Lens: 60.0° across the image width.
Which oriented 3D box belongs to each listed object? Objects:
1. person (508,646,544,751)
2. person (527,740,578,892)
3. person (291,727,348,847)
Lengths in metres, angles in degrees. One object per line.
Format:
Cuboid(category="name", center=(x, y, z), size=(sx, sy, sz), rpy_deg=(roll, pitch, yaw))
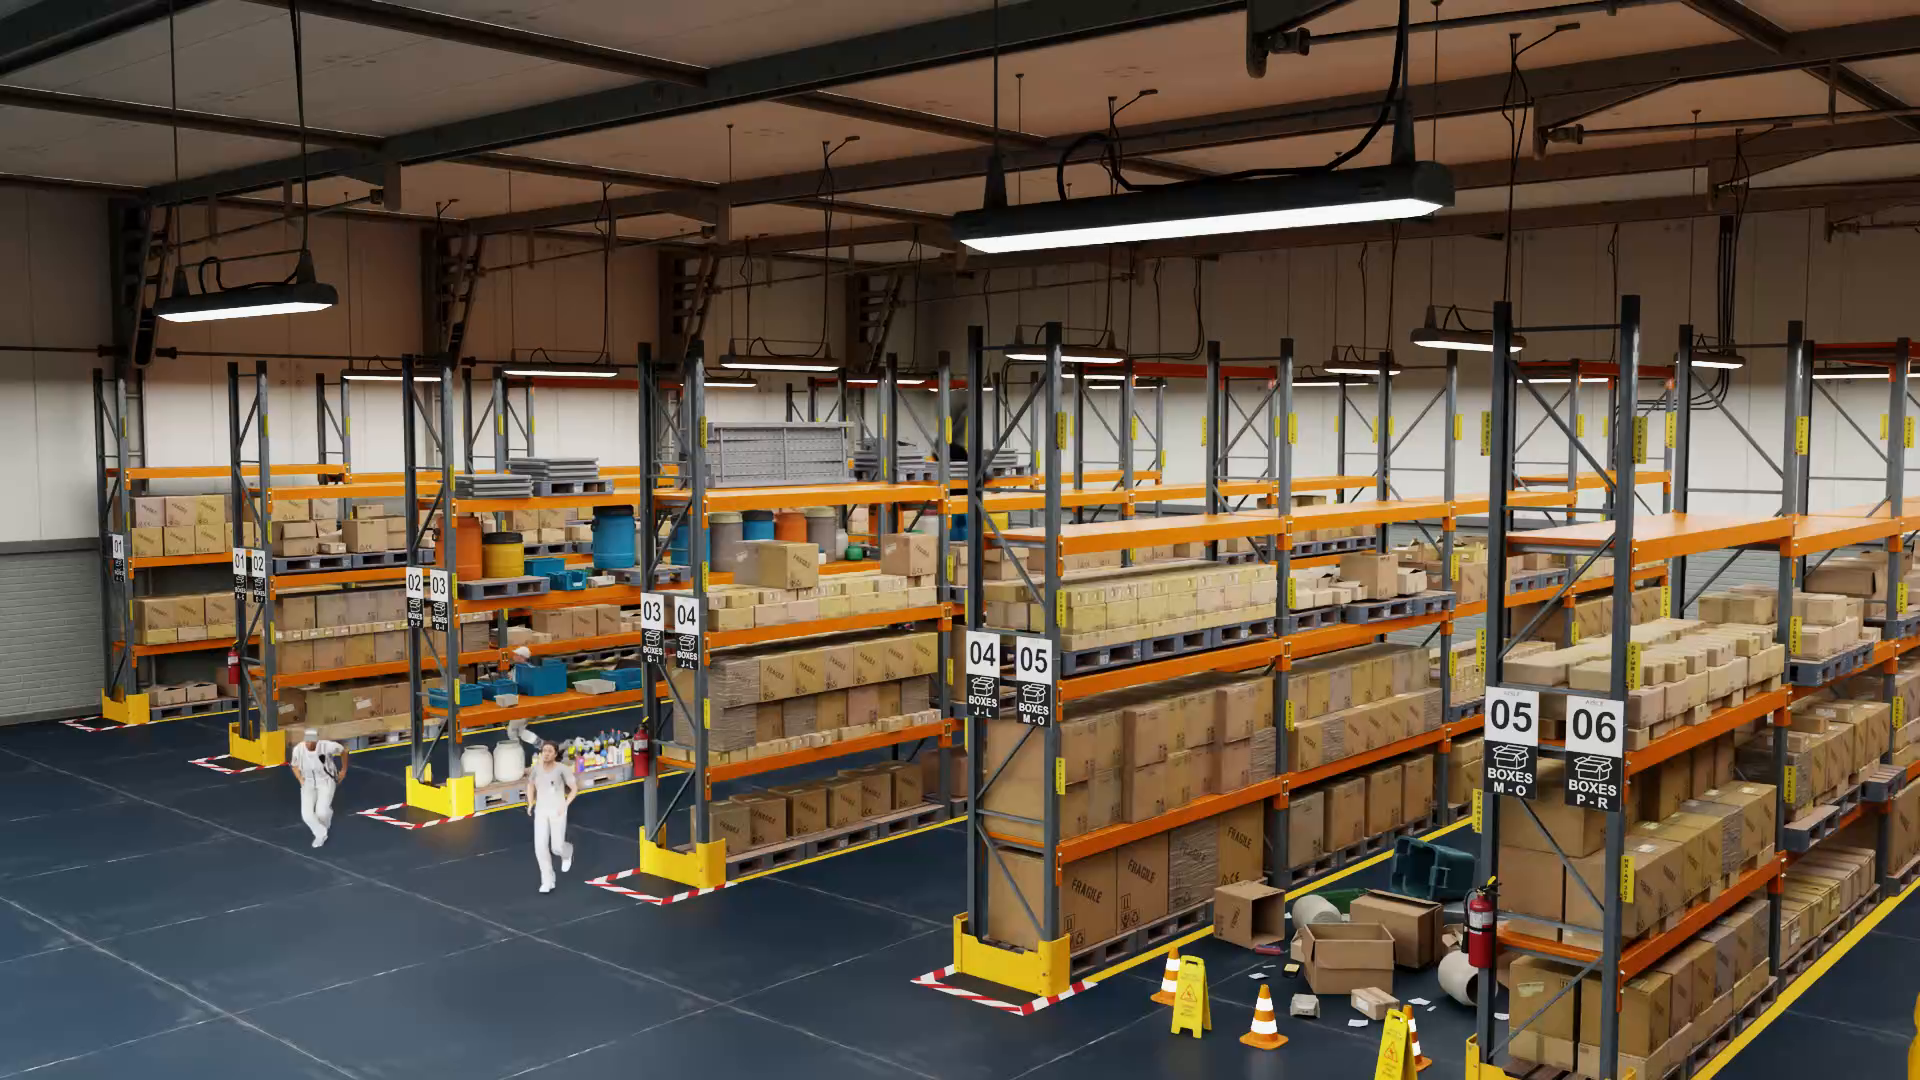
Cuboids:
Cuboid(category="person", center=(-6.469, 2.461, 24.526), size=(0.866, 1.789, 0.679), rpy_deg=(-3, 5, -32))
Cuboid(category="person", center=(-4.487, 2.998, 18.301), size=(0.595, 1.631, 0.748), rpy_deg=(0, 4, 6))
Cuboid(category="person", center=(-7.684, 2.958, 19.981), size=(0.616, 1.513, 0.816), rpy_deg=(-1, 4, -9))
